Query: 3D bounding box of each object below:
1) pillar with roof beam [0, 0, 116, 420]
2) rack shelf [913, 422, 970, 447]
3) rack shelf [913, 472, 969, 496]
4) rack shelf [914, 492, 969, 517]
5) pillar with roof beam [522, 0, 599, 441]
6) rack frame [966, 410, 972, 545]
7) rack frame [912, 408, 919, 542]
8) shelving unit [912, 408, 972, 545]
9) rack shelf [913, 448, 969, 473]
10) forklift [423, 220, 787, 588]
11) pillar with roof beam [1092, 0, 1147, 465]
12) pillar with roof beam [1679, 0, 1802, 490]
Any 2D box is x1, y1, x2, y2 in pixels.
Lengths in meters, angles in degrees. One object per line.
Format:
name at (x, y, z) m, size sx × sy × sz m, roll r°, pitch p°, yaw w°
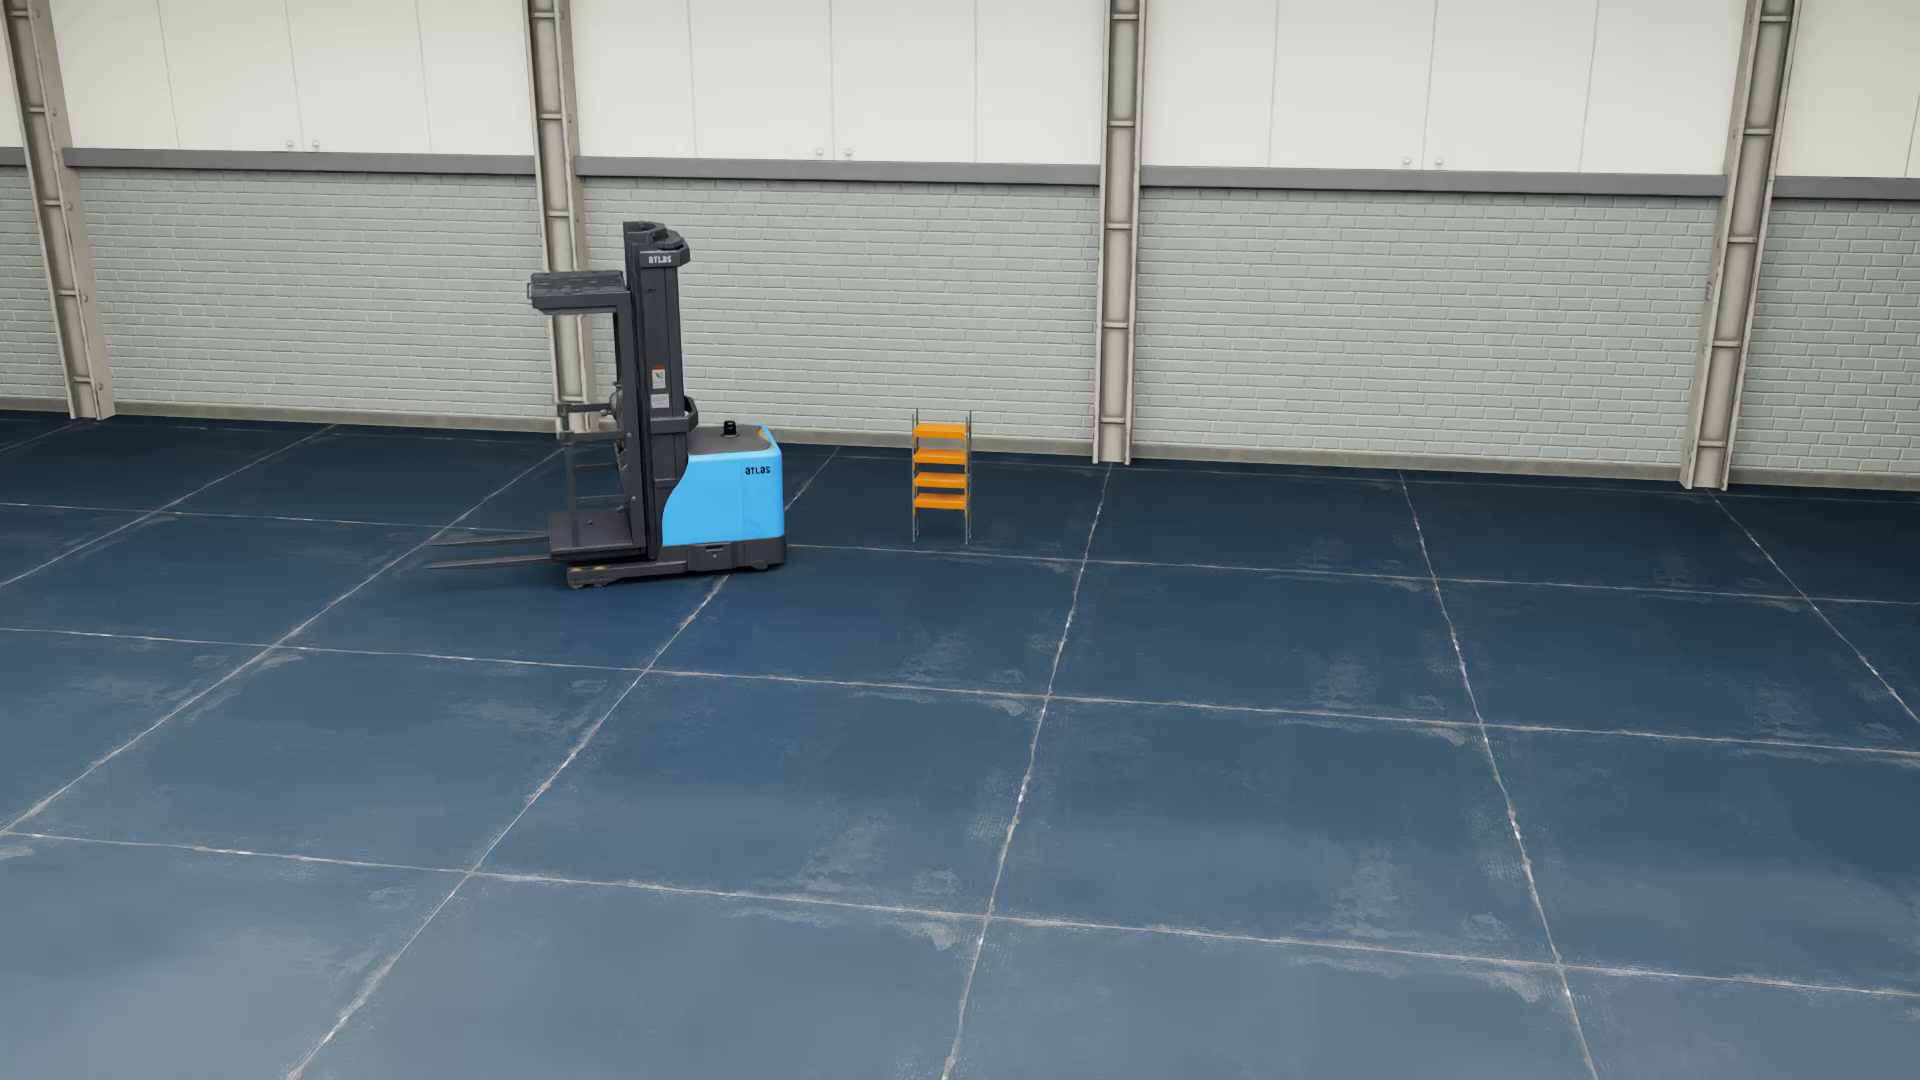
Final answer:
pillar with roof beam at (-10.901, -4.382, 14.163) m, size 0.400 × 9.000 × 9.100 m, roll 3°, pitch 19°, yaw 9°
rack shelf at (-0.163, -0.950, 14.960) m, size 0.480 × 0.148 × 0.258 m, roll 3°, pitch 19°, yaw 9°
rack shelf at (-0.163, -0.514, 15.106) m, size 0.480 × 0.148 × 0.258 m, roll 3°, pitch 19°, yaw 9°
rack shelf at (-0.163, -0.325, 15.169) m, size 0.480 × 0.148 × 0.258 m, roll 3°, pitch 19°, yaw 9°
pillar with roof beam at (-4.977, -4.080, 13.261) m, size 0.400 × 9.000 × 9.100 m, roll 3°, pitch 19°, yaw 9°
rack frame at (0.077, -0.565, 15.048) m, size 0.015 × 1.200 × 0.240 m, roll 3°, pitch 19°, yaw 9°
rack frame at (-0.404, -0.590, 15.121) m, size 0.015 × 1.200 × 0.240 m, roll 3°, pitch 19°, yaw 9°
shelving unit at (-0.163, -0.577, 15.084) m, size 0.503 × 1.200 × 0.258 m, roll 3°, pitch 19°, yaw 9°
rack shelf at (-0.163, -0.726, 15.035) m, size 0.480 × 0.148 × 0.258 m, roll 3°, pitch 19°, yaw 9°
forklift at (-3.086, -1.169, 14.123) m, size 3.031 × 2.935 × 1.130 m, roll -5°, pitch 19°, yaw -13°
pillar with roof beam at (0.947, -3.778, 12.358) m, size 0.400 × 9.000 × 9.100 m, roll 3°, pitch 19°, yaw 9°
pillar with roof beam at (6.871, -3.476, 11.456) m, size 0.400 × 9.000 × 9.100 m, roll 3°, pitch 19°, yaw 9°
